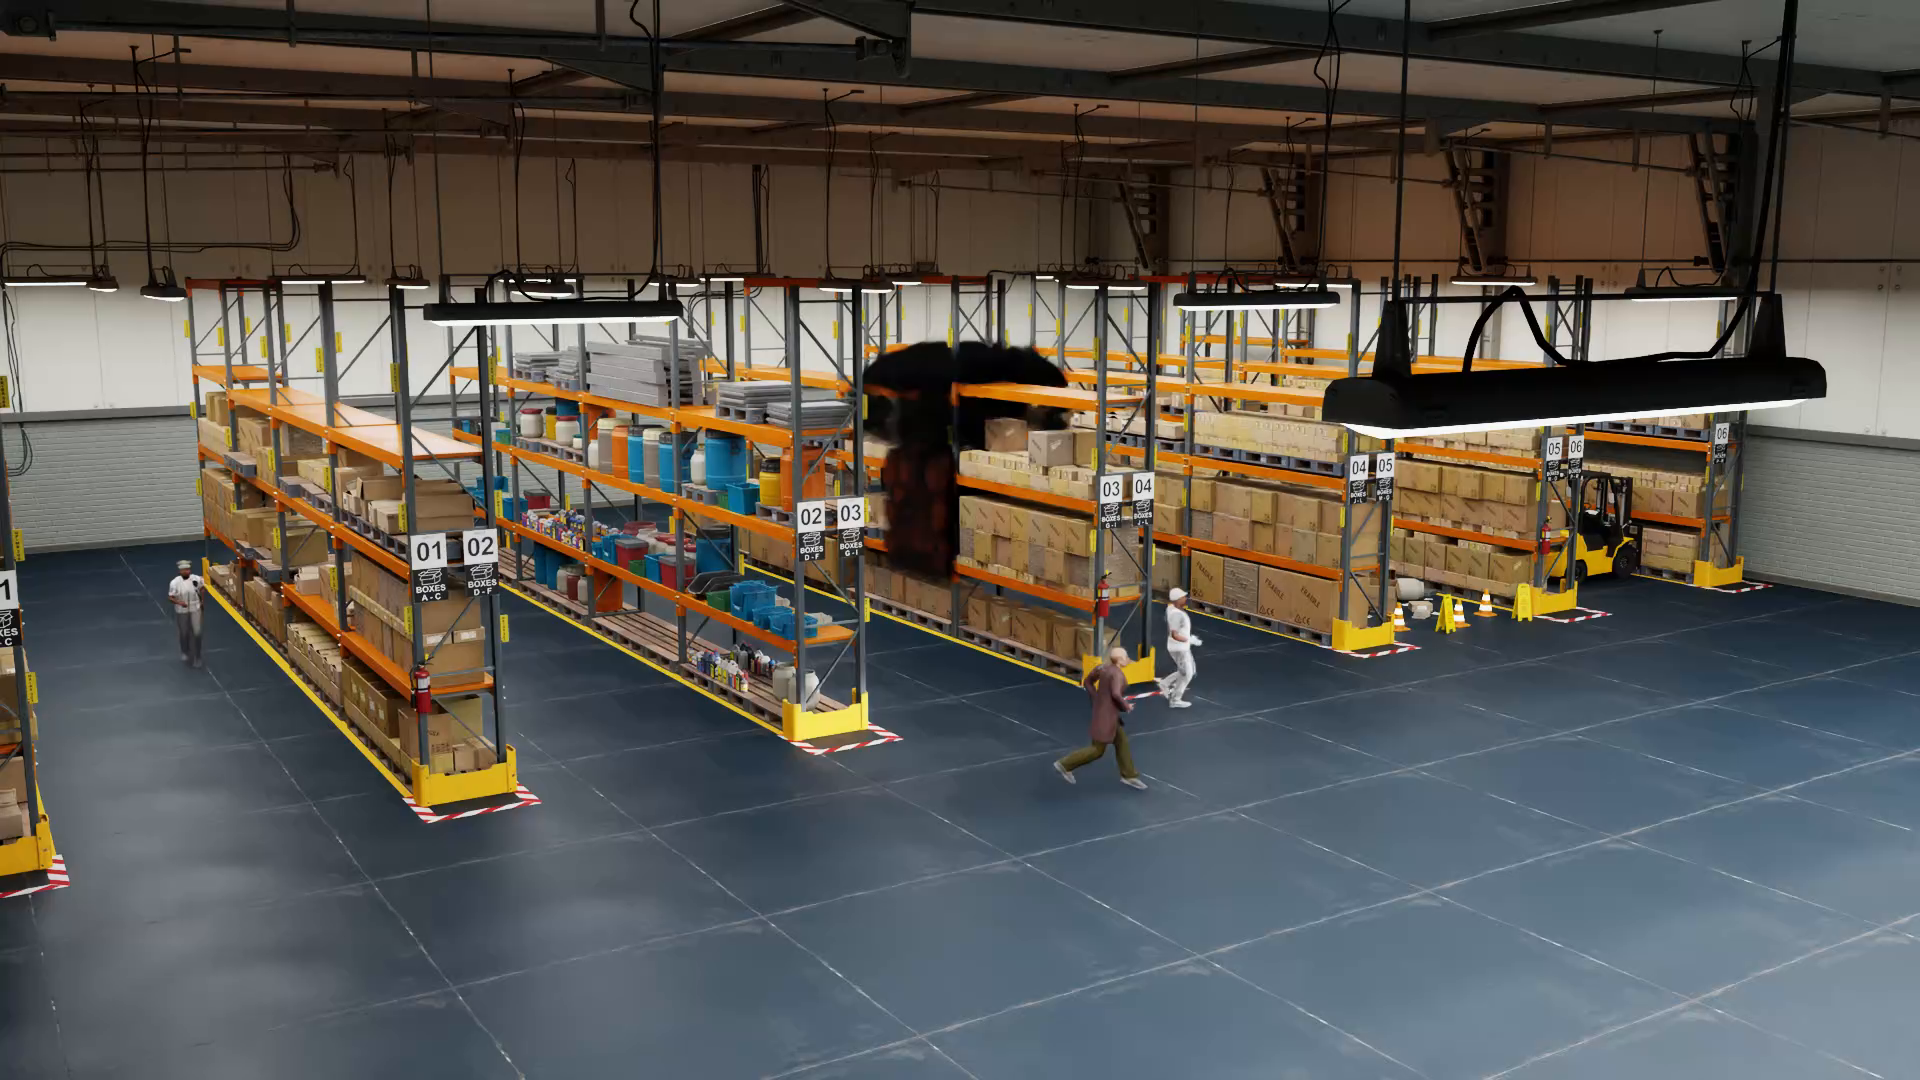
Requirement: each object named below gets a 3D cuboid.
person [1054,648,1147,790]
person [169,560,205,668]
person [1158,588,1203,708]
[{"bbox_3d":[1.691,2.172,19.880,1.184,1.778,0.713,-2,10,-11],"label":"person"},{"bbox_3d":[-12.136,1.158,26.165,0.524,1.736,0.767,-5,11,-25],"label":"person"},{"bbox_3d":[3.132,1.533,23.667,0.613,1.735,0.676,1,10,6],"label":"person"}]
